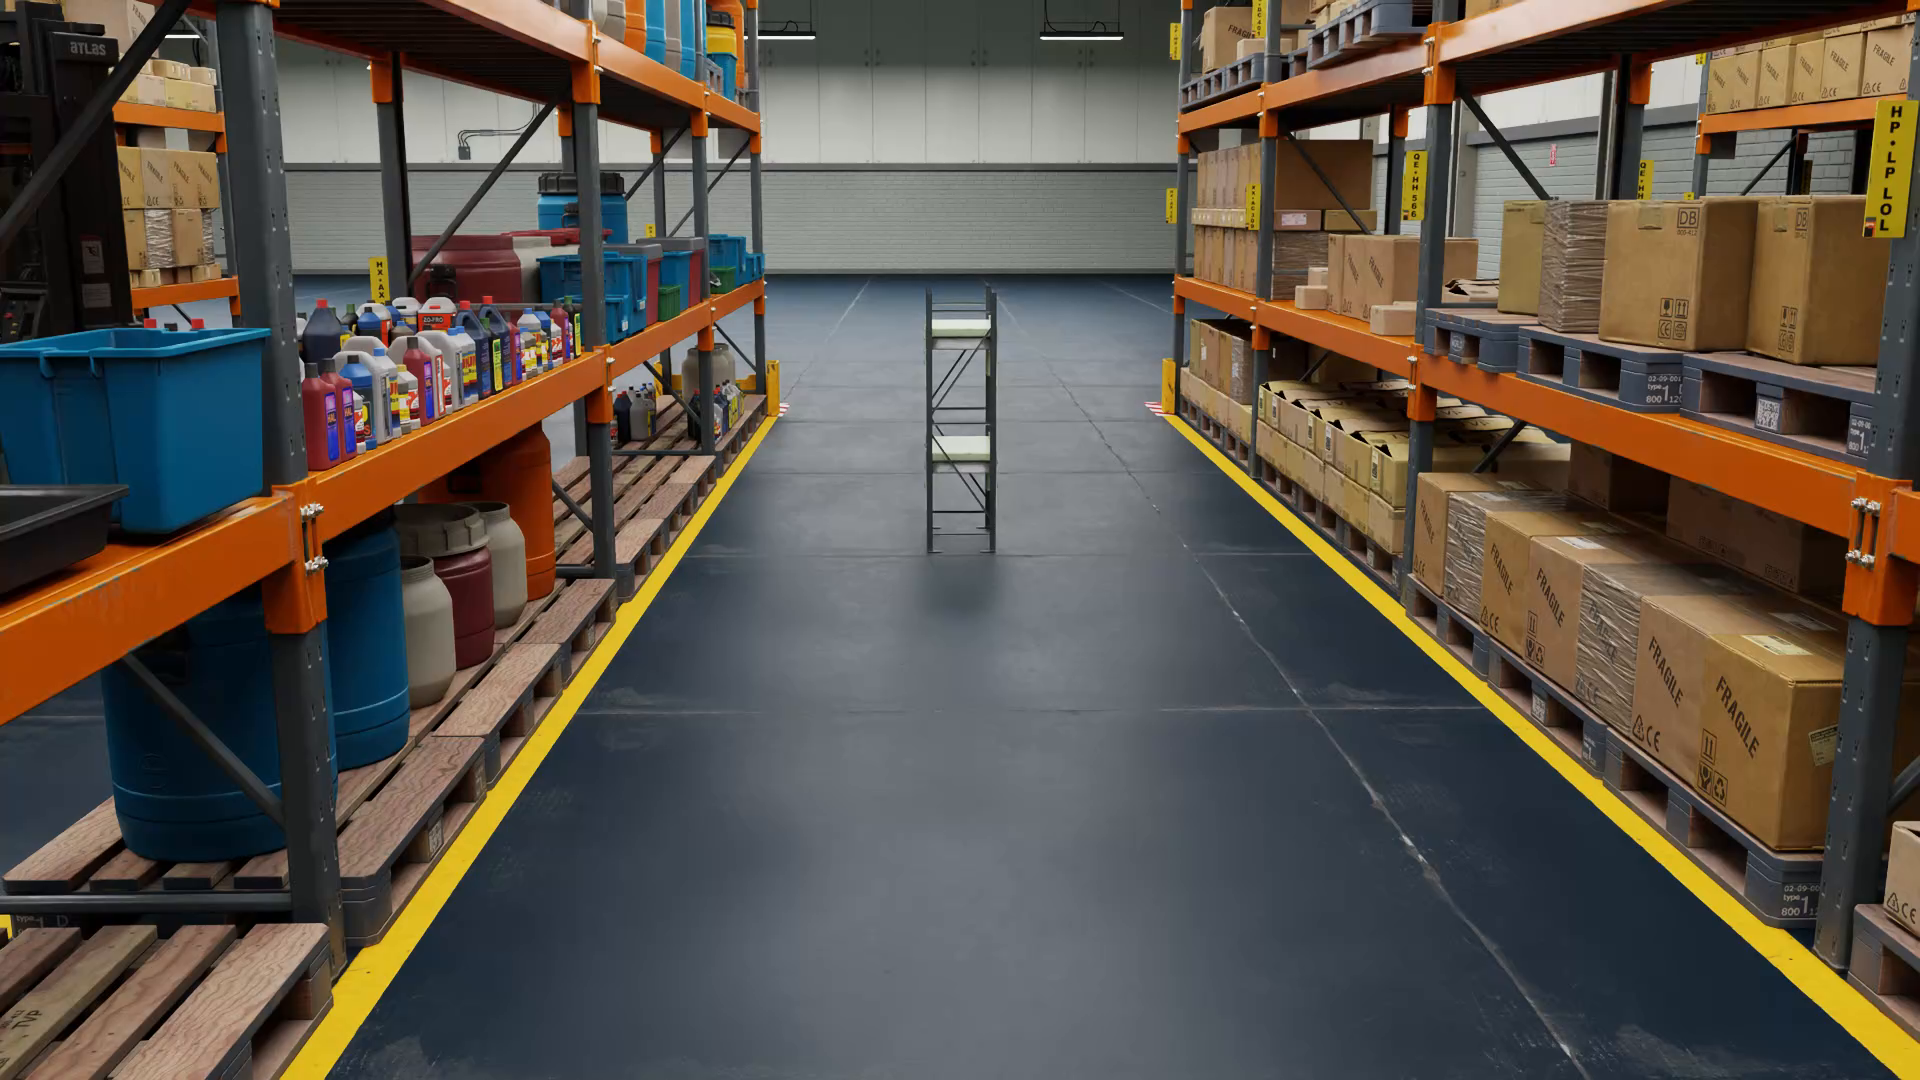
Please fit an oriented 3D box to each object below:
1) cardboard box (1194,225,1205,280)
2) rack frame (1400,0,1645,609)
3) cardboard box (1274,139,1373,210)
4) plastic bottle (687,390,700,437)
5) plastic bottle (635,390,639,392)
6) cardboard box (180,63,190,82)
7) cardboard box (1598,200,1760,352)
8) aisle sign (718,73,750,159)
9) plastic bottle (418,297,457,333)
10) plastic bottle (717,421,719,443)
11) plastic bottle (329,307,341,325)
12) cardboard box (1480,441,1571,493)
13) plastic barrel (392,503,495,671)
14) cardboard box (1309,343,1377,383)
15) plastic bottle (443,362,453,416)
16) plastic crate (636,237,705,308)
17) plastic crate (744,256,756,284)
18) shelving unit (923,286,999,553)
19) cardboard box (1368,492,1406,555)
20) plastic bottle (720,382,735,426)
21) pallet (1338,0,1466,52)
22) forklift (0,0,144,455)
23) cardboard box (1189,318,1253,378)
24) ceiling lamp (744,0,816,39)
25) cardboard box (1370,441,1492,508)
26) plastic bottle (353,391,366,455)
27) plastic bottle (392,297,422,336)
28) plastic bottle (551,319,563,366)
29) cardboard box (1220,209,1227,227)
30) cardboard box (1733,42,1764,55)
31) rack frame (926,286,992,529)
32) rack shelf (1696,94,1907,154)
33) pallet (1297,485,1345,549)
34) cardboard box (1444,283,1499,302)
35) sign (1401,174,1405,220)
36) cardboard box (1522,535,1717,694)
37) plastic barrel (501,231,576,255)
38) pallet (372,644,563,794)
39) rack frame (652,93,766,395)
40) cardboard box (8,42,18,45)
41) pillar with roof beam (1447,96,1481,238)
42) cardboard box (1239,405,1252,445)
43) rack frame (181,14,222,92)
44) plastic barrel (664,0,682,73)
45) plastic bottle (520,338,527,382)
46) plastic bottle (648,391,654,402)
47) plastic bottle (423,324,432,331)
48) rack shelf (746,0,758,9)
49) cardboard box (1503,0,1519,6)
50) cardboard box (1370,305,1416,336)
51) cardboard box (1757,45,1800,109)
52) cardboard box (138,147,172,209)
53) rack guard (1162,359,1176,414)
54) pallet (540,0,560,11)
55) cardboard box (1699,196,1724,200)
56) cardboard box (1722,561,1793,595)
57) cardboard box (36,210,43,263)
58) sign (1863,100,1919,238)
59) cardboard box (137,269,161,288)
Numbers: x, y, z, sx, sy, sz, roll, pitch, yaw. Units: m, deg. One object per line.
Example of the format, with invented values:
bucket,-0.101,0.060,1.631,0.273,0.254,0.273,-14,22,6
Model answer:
cardboard box,2.566,-2.678,15.463,0.700,0.500,0.500,0,11,-1
rack frame,2.735,-1.132,8.092,1.000,3.000,0.127,0,11,-1
cardboard box,2.637,-2.700,12.308,0.700,0.500,0.500,0,11,-1
plastic bottle,-2.046,-0.986,12.931,0.144,0.351,0.185,0,11,-1
plastic bottle,-2.644,-1.091,13.647,0.097,0.271,0.097,0,11,0
cardboard box,-7.014,-4.114,14.622,0.380,0.149,0.250,-1,11,-4
cardboard box,2.719,-0.942,5.851,0.700,0.500,0.500,-3,12,-16
aisle sign,-2.087,-3.992,15.653,0.394,0.787,0.004,0,11,-1
plastic bottle,-2.380,-0.964,7.581,0.152,0.276,0.135,0,11,-1
plastic bottle,-1.871,-0.837,12.570,0.097,0.201,0.097,0,11,0
plastic bottle,-2.560,-0.803,6.765,0.061,0.283,0.133,0,11,-1
cardboard box,3.018,-0.370,8.787,0.500,0.311,0.500,0,11,1
plastic barrel,-2.167,0.186,6.608,0.600,0.588,0.708,0,11,-1
cardboard box,2.956,-1.246,12.630,0.500,0.500,0.500,0,11,-1
plastic bottle,-1.758,-0.520,5.579,0.097,0.201,0.097,0,11,0
plastic crate,-1.984,-1.843,11.441,0.402,0.464,0.583,0,11,-1
plastic crate,-2.066,-2.402,14.728,0.499,0.251,0.408,0,11,-1
shelving unit,0.000,-0.736,9.917,0.431,1.500,0.755,0,11,-1
cardboard box,2.480,-0.093,8.835,0.500,0.250,0.500,0,11,0
plastic bottle,-1.915,-1.109,13.536,0.144,0.351,0.185,0,11,-2
pallet,2.631,-2.644,8.476,1.213,0.211,1.003,0,11,1
forklift,-4.888,-1.080,8.009,1.130,2.935,3.031,7,13,30
cardboard box,2.370,-1.741,15.068,0.500,0.500,0.500,0,11,-1
ceiling lamp,-4.437,-13.553,39.549,2.000,3.185,0.800,0,11,-1
cardboard box,2.478,-0.368,8.777,0.500,0.311,0.500,0,11,0
plastic bottle,-1.739,-0.344,4.708,0.097,0.201,0.097,0,11,0
plastic bottle,-2.532,-0.964,7.578,0.152,0.276,0.135,0,11,-1
plastic bottle,-1.794,-0.867,7.288,0.097,0.201,0.097,0,11,0
cardboard box,2.393,-2.704,13.962,0.380,0.149,0.250,0,11,-1
cardboard box,7.247,-4.584,14.751,0.500,0.500,0.500,0,11,-2
rack frame,-0.008,-0.809,10.275,0.400,1.500,0.023,0,11,-1
rack shelf,7.563,-3.463,13.849,1.077,0.370,4.000,0,11,-1
pallet,2.735,-0.171,10.370,1.003,0.211,1.213,0,11,-1
cardboard box,2.771,-1.160,8.459,0.500,0.311,0.500,0,11,2
sign,3.194,-2.460,11.925,0.100,0.325,0.005,0,11,-1
cardboard box,2.496,0.277,6.330,0.500,0.500,0.500,-1,11,-3
plastic barrel,-2.476,-1.551,9.817,0.433,0.535,0.433,0,11,0
pallet,-2.137,0.653,6.309,1.003,0.211,1.213,0,11,-1
rack frame,-2.383,-2.702,15.834,1.000,3.000,0.127,0,11,-1
cardboard box,-6.951,-3.545,11.817,0.380,0.149,0.250,-1,11,-3
pillar with roof beam,3.849,-7.915,26.441,9.100,9.000,0.400,0,11,-1
cardboard box,2.424,-0.876,12.693,0.500,0.250,0.500,0,11,-1
rack frame,-7.335,-5.622,15.138,1.000,3.000,0.127,0,11,-1
plastic barrel,-2.059,-3.393,10.432,0.600,0.901,0.600,0,11,0
plastic bottle,-1.780,-0.732,6.621,0.097,0.201,0.097,0,11,0
plastic bottle,-2.505,-1.054,13.433,0.061,0.283,0.133,0,11,-1
plastic bottle,-1.911,-0.639,5.987,0.097,0.271,0.097,0,11,0
rack shelf,-2.342,-4.696,13.390,1.077,0.370,4.000,0,11,-1
cardboard box,2.788,-2.463,6.858,0.910,0.500,0.500,0,11,-1
cardboard box,2.440,-1.186,8.993,0.380,0.149,0.250,0,11,-1
cardboard box,7.269,-3.994,14.357,0.500,0.500,0.500,0,11,1
cardboard box,-7.052,-3.060,14.082,0.500,0.500,0.500,0,11,-1
rack guard,2.569,-1.502,16.203,1.175,0.500,0.348,0,11,-1
pallet,-2.300,-2.337,6.965,1.003,0.211,1.213,0,11,-1
cardboard box,7.231,-2.951,15.500,0.500,0.500,0.500,0,11,-1
cardboard box,3.026,0.370,5.869,0.500,0.500,0.500,0,11,0
cardboard box,-7.200,-2.171,12.218,0.875,0.500,0.500,0,11,-1
sign,2.263,-0.901,4.043,0.100,0.325,0.005,0,11,-1
cardboard box,-6.986,-2.205,14.016,0.380,0.149,0.250,0,11,-1
